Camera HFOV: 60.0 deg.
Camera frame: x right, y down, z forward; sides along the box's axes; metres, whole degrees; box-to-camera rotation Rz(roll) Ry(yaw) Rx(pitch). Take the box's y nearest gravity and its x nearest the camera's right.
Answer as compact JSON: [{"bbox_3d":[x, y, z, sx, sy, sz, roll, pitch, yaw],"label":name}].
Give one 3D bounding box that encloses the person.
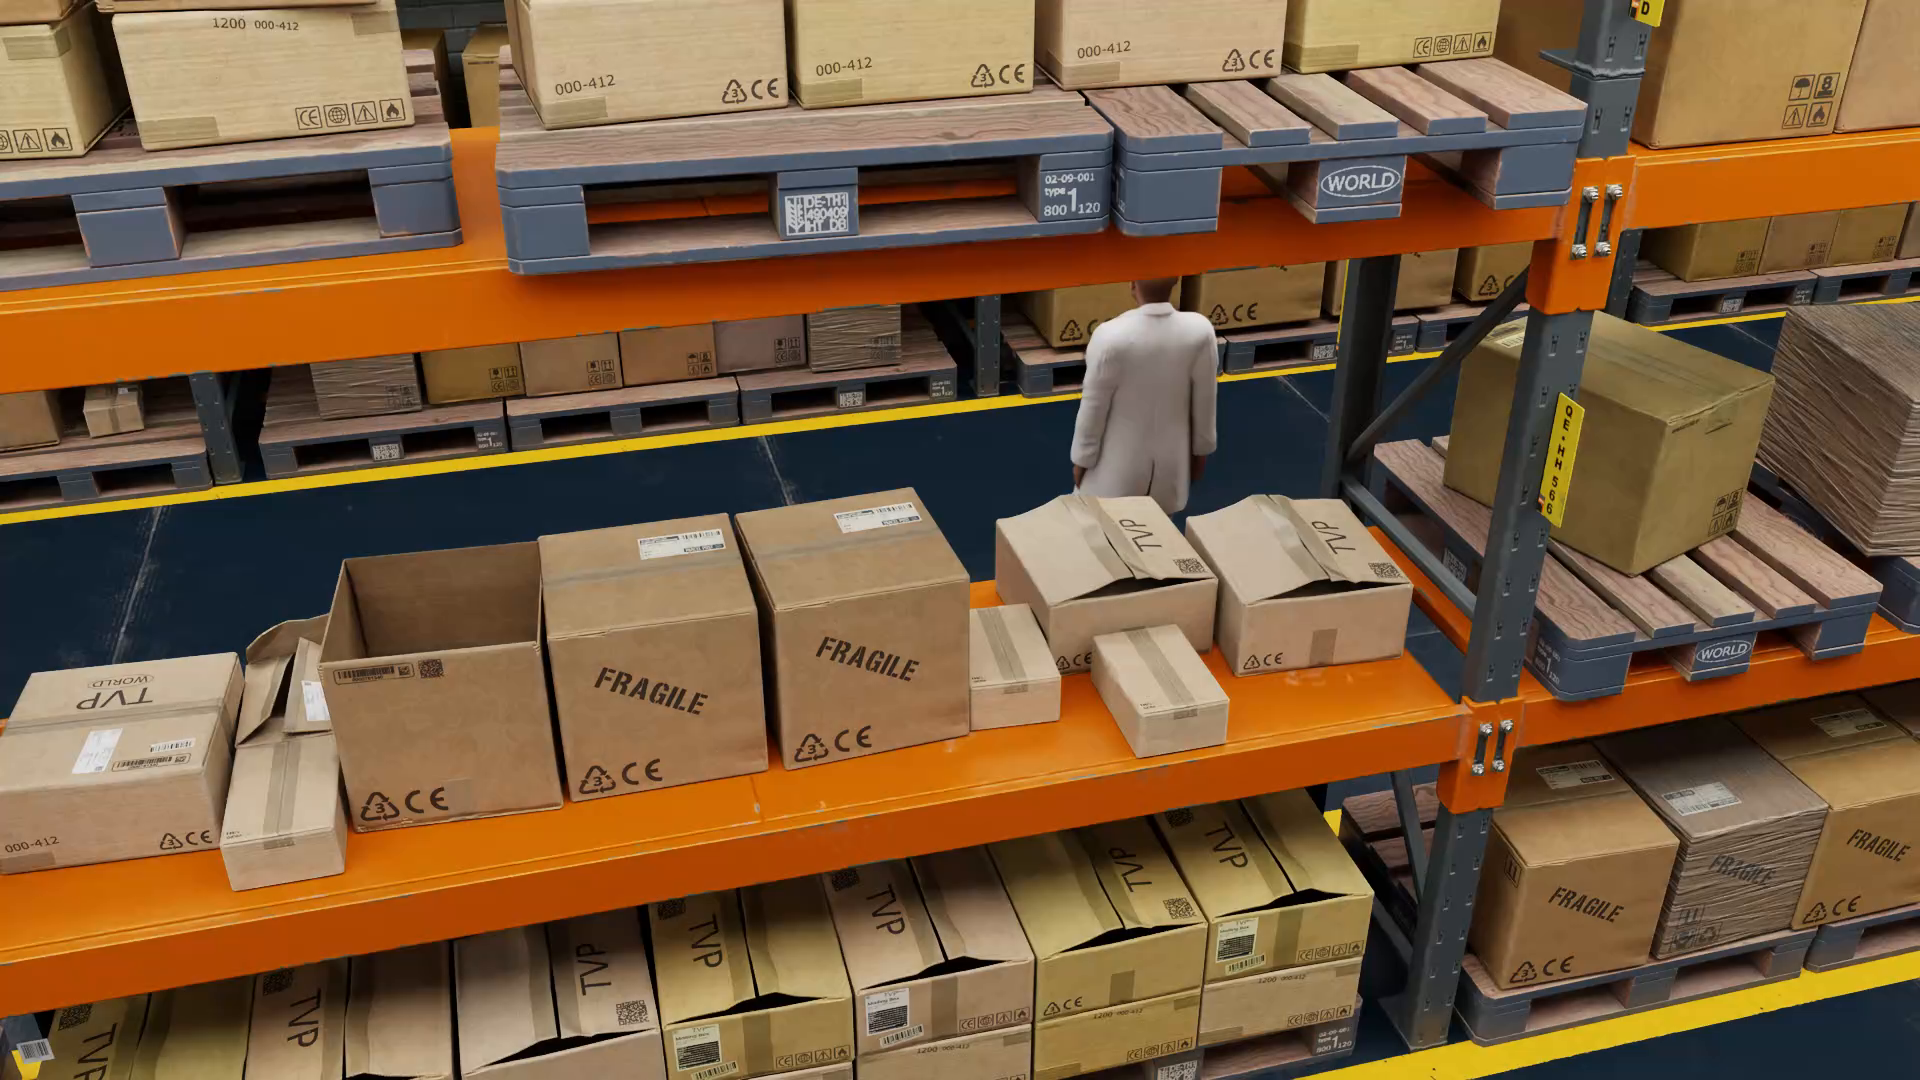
[{"bbox_3d":[0.726,-0.363,6.774,0.618,1.792,0.403,-8,31,-13],"label":"person"}]
